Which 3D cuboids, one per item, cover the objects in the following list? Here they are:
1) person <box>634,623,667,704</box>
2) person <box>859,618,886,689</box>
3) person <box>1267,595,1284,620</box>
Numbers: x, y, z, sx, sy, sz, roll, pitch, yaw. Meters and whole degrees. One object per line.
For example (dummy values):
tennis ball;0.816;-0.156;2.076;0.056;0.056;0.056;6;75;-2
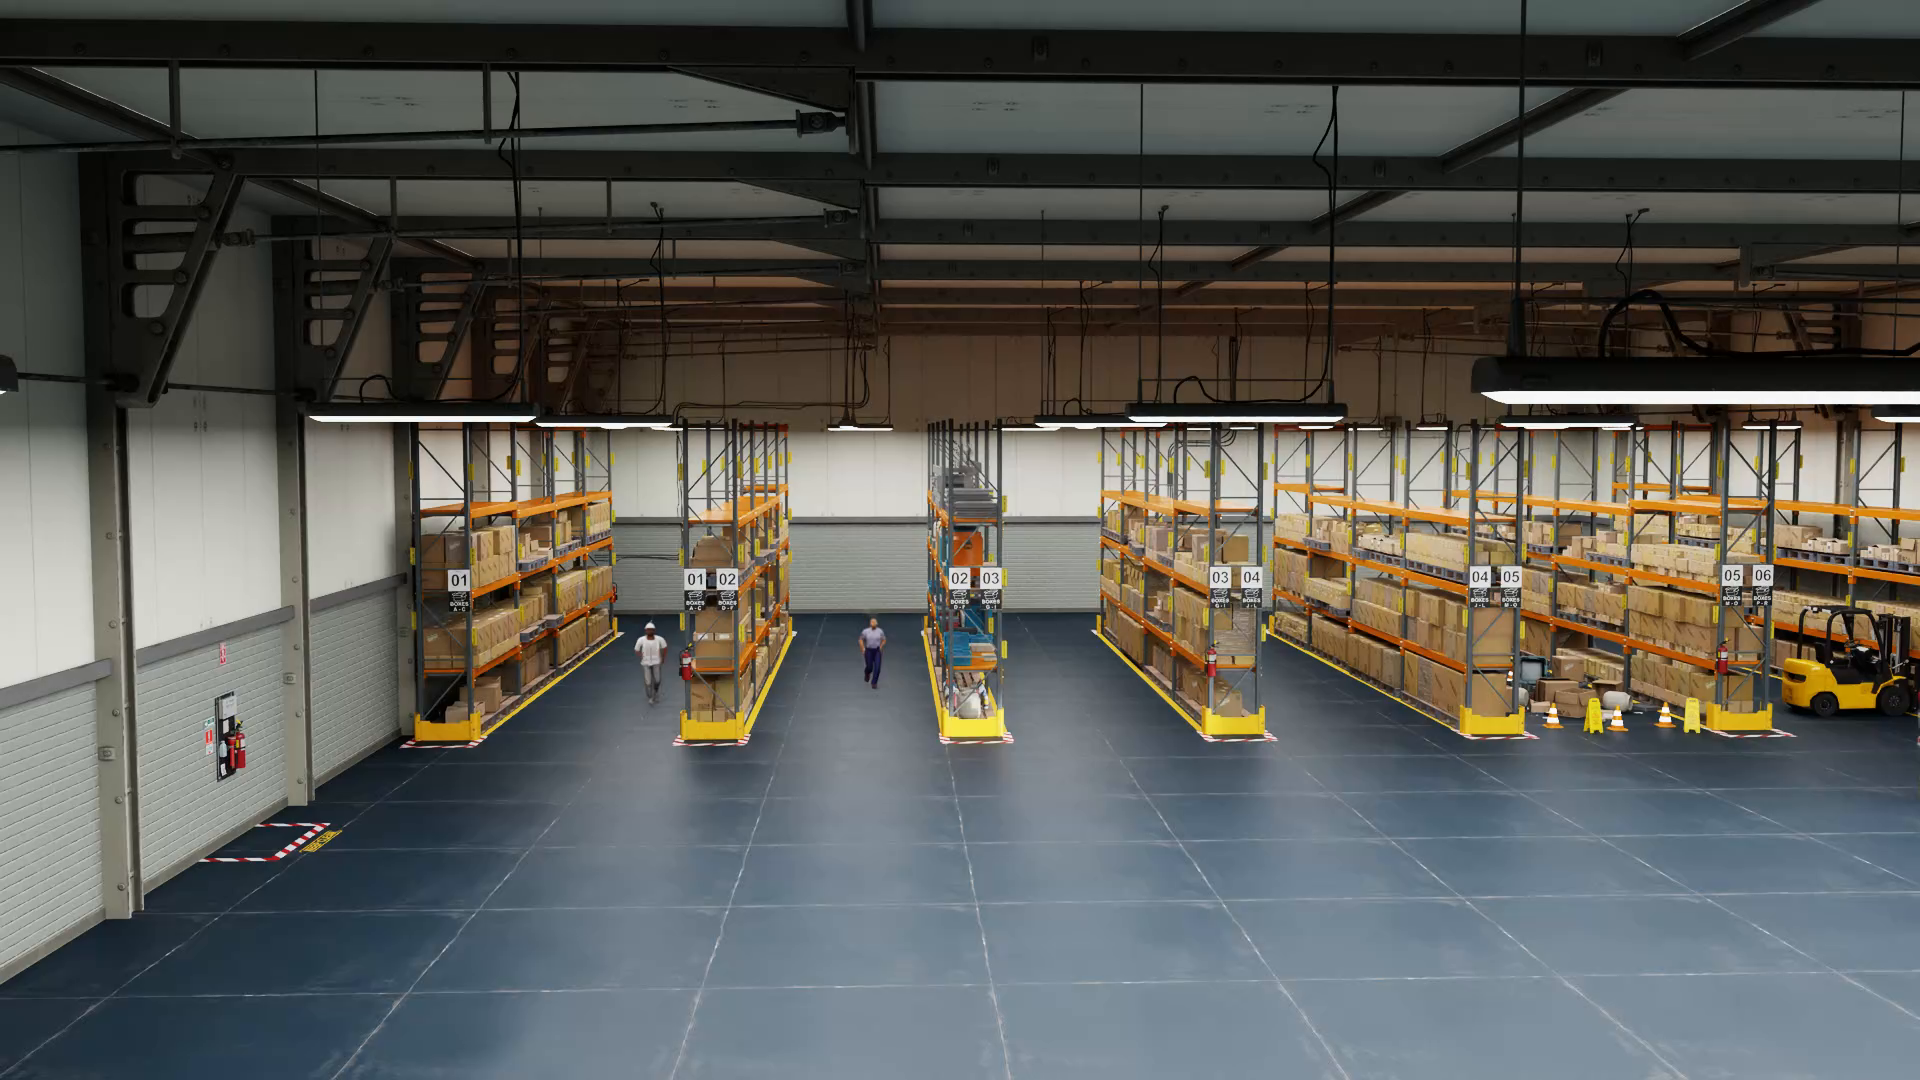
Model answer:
person;-6.491;2.611;34.969;0.688;1.721;0.582;-1;4;-13
person;-1.943;2.537;37.324;0.607;1.593;0.551;-1;4;-12
person;9.376;1.780;49.104;0.575;1.569;0.769;0;4;-3
